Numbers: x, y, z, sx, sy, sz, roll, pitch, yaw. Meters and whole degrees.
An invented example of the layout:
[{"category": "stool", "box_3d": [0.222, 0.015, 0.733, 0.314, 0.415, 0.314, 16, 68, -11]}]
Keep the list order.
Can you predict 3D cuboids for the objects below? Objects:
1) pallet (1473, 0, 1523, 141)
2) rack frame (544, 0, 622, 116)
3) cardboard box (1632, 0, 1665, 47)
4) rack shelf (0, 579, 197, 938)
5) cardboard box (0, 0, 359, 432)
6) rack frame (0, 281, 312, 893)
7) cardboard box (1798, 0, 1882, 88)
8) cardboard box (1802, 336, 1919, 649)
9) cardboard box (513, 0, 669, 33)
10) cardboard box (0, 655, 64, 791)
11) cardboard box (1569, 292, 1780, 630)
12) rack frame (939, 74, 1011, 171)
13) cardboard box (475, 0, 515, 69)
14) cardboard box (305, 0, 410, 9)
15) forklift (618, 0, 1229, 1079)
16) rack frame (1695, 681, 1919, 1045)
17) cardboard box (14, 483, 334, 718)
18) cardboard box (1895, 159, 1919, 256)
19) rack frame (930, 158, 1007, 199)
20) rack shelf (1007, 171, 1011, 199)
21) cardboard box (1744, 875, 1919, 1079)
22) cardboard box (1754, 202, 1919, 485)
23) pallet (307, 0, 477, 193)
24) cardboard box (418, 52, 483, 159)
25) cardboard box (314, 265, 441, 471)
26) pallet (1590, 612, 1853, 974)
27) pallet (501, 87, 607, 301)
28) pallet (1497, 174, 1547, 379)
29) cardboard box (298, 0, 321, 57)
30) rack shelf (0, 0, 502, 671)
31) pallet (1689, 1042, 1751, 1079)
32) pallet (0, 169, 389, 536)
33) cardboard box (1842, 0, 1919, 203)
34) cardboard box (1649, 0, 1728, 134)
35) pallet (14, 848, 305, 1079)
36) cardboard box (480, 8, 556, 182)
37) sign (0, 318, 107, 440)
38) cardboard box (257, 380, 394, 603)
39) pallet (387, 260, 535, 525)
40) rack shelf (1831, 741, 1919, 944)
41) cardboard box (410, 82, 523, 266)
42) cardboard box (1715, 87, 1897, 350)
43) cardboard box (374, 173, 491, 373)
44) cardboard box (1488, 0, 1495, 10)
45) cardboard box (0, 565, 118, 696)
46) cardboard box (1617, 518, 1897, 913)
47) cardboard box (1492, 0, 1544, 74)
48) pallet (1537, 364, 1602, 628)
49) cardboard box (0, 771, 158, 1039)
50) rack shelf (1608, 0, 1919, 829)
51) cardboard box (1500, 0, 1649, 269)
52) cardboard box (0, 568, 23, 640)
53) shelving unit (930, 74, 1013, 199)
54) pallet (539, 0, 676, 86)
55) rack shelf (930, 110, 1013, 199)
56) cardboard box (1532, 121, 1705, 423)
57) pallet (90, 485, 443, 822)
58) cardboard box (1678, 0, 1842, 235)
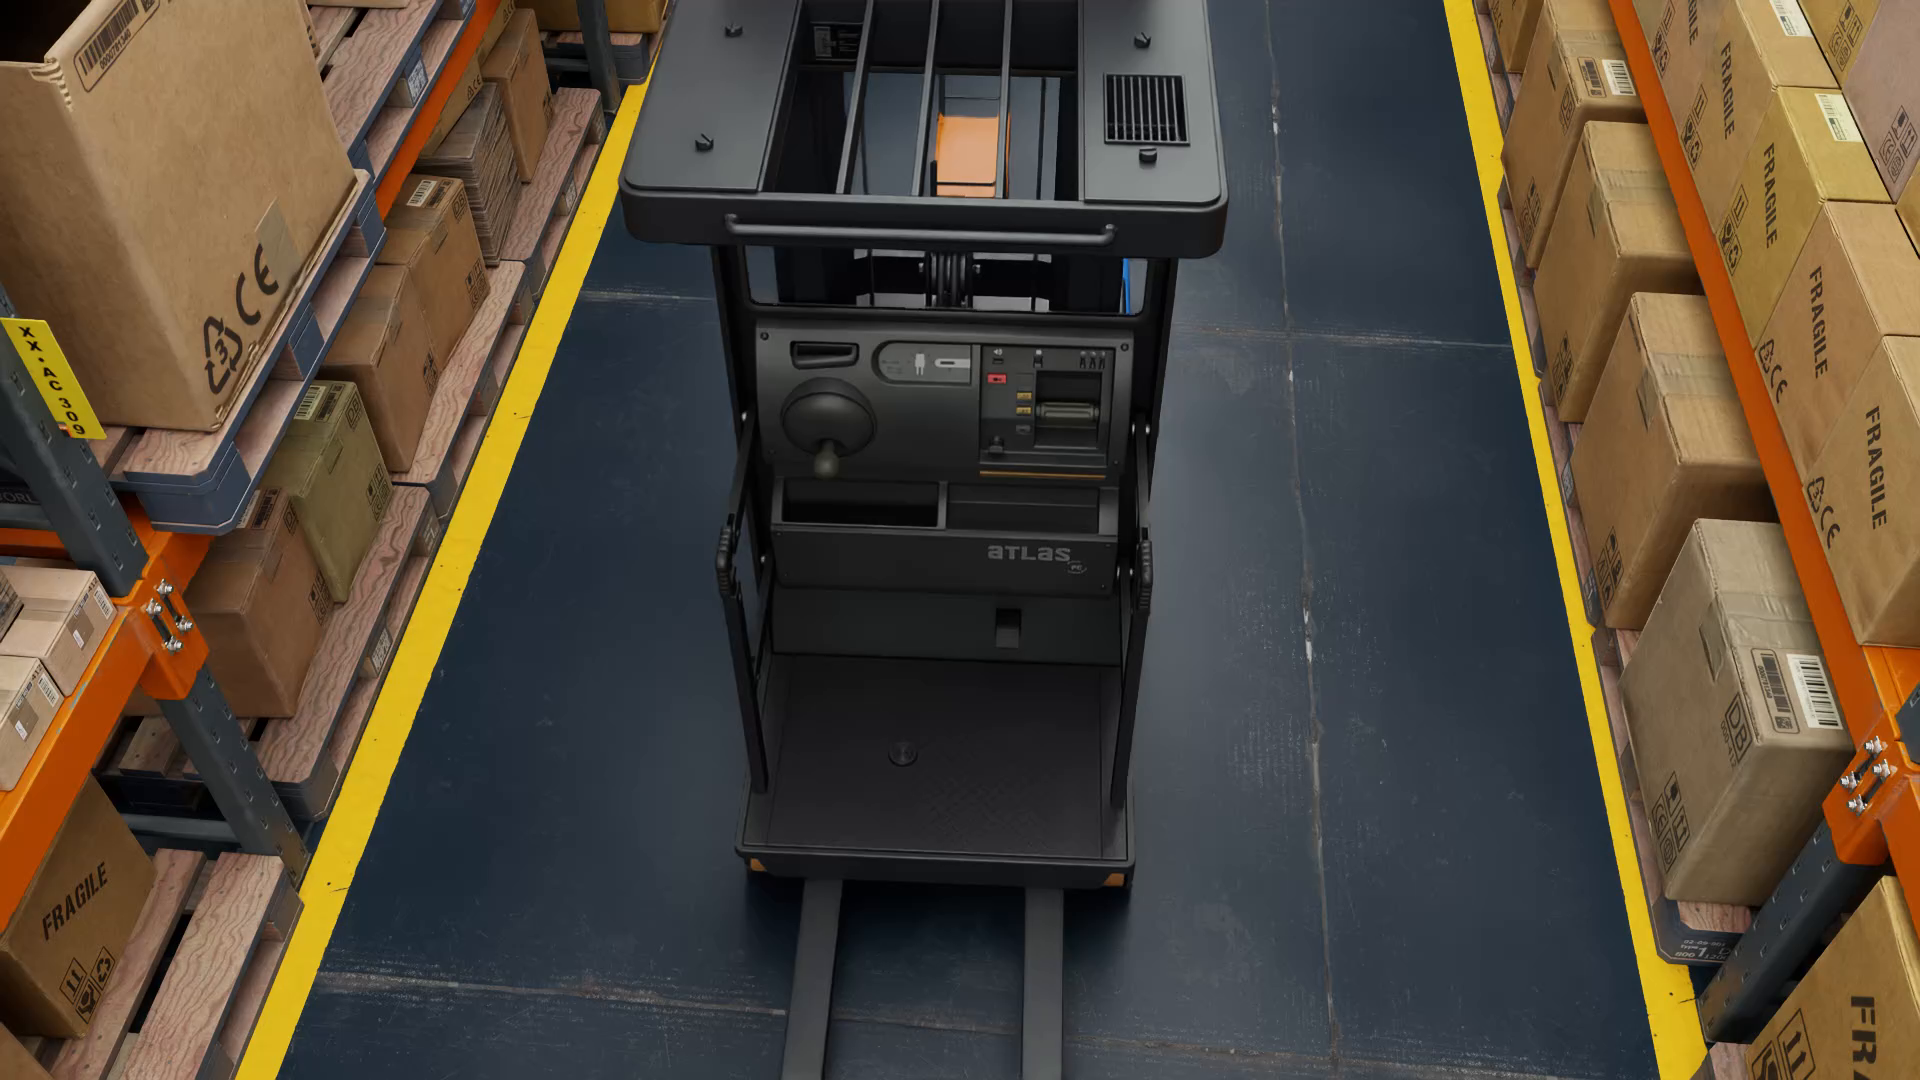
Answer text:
[{"category": "pallet", "box_3d": [2.956, -2.232, 7.649, 1.003, 0.211, 1.213, 4, 48, 4]}, {"category": "rack frame", "box_3d": [-2.047, -3.007, 6.467, 1.000, 3.000, 0.127, 4, 48, 4]}, {"category": "cardboard box", "box_3d": [2.530, -1.947, 5.431, 0.500, 0.500, 0.500, 3, 48, 3]}, {"category": "rack shelf", "box_3d": [-2.594, 1.645, 2.700, 1.077, 0.370, 4.000, 4, 48, 4]}, {"category": "cardboard box", "box_3d": [-2.199, -0.986, 3.928, 1.000, 1.000, 1.000, 4, 48, 4]}, {"category": "rack frame", "box_3d": [-2.411, -0.068, 3.779, 1.000, 3.000, 0.127, 4, 48, 4]}, {"category": "cardboard box", "box_3d": [2.697, -1.517, 4.359, 0.700, 0.500, 0.500, 3, 48, 3]}, {"category": "cardboard box", "box_3d": [2.300, -0.095, 3.736, 0.500, 0.500, 0.500, 4, 48, 3]}, {"category": "cardboard box", "box_3d": [-1.963, -2.937, 7.559, 1.225, 0.875, 0.875, 2, 48, 2]}, {"category": "cardboard box", "box_3d": [-2.170, 0.378, 3.542, 0.380, 0.149, 0.250, 4, 48, 4]}, {"category": "cardboard box", "box_3d": [2.578, -0.213, 5.152, 1.050, 0.750, 0.750, 4, 48, 4]}, {"category": "rack frame", "box_3d": [0.050, -1.143, 5.982, 0.240, 1.200, 0.015, 2, 48, 2]}, {"category": "cardboard box", "box_3d": [-2.078, -2.071, 6.499, 0.500, 0.250, 0.500, 6, 48, 5]}, {"category": "cardboard box", "box_3d": [-1.930, -1.860, 5.225, 0.396, 0.266, 0.258, 3, 48, 2]}, {"category": "forklift", "box_3d": [-0.048, -0.240, 3.983, 1.130, 2.935, 3.031, 2, 48, 2]}, {"category": "rack frame", "box_3d": [2.519, 0.340, 3.406, 1.000, 3.000, 0.127, 4, 48, 4]}, {"category": "cardboard box", "box_3d": [-2.334, 0.178, 4.950, 0.700, 0.500, 0.500, 1, 48, 1]}, {"category": "cardboard box", "box_3d": [2.603, -0.774, 3.680, 0.700, 0.500, 0.500, 3, 48, 3]}, {"category": "rack frame", "box_3d": [0.027, -0.783, 5.653, 0.240, 1.200, 0.015, 2, 48, 2]}, {"category": "rack shelf", "box_3d": [0.038, -1.069, 5.702, 0.258, 0.148, 0.480, 2, 48, 2]}, {"category": "cardboard box", "box_3d": [2.392, 1.373, 3.617, 0.875, 0.875, 0.875, 5, 48, 4]}, {"category": "cardboard box", "box_3d": [2.346, -0.466, 4.076, 0.500, 0.500, 0.500, 3, 48, 3]}, {"category": "pallet", "box_3d": [-2.186, -1.485, 5.205, 1.003, 0.211, 1.213, 4, 48, 4]}, {"category": "cardboard box", "box_3d": [-2.116, -1.680, 6.142, 0.500, 0.250, 0.500, 9, 48, 8]}, {"category": "cardboard box", "box_3d": [-2.221, -0.583, 5.646, 0.700, 0.500, 0.500, 0, 48, 0]}, {"category": "pallet", "box_3d": [2.514, 0.709, 4.958, 1.003, 0.211, 1.213, 4, 48, 4]}, {"category": "pallet", "box_3d": [-2.119, -1.492, 6.971, 1.003, 0.211, 1.213, 4, 48, 4]}, {"category": "pallet", "box_3d": [2.736, -1.084, 6.598, 1.003, 0.211, 1.213, 4, 48, 4]}, {"category": "cardboard box", "box_3d": [-2.345, -1.524, 4.757, 0.797, 0.503, 0.637, 8, 48, 8]}, {"category": "rack shelf", "box_3d": [-2.229, -1.295, 5.389, 1.077, 0.370, 4.000, 4, 48, 4]}, {"category": "pallet", "box_3d": [2.372, 1.835, 3.929, 1.003, 0.211, 1.213, 4, 48, 4]}, {"category": "pallet", "box_3d": [-2.197, -0.555, 4.355, 1.003, 0.211, 1.213, 4, 48, 4]}, {"category": "cardboard box", "box_3d": [2.650, -1.146, 4.020, 0.700, 0.500, 0.500, 4, 48, 4]}, {"category": "cardboard box", "box_3d": [2.484, -1.577, 5.092, 0.500, 0.500, 0.500, 4, 48, 3]}, {"category": "pallet", "box_3d": [-2.437, 1.369, 4.355, 1.003, 0.211, 1.213, 4, 48, 4]}, {"category": "cardboard box", "box_3d": [-2.088, -1.818, 6.776, 0.700, 0.500, 0.500, 2, 48, 1]}, {"category": "sign", "box_3d": [-1.870, -0.329, 3.431, 0.100, 0.325, 0.005, 4, 48, 4]}, {"category": "cardboard box", "box_3d": [-2.272, -0.171, 5.270, 0.700, 0.500, 0.500, 4, 48, 3]}, {"category": "pallet", "box_3d": [-2.233, -0.598, 6.154, 1.003, 0.211, 1.213, 4, 48, 4]}, {"category": "rack shelf", "box_3d": [2.337, 2.053, 2.327, 1.077, 0.370, 4.000, 4, 48, 4]}, {"category": "cardboard box", "box_3d": [-2.126, -1.410, 6.402, 0.700, 0.500, 0.500, 0, 48, 0]}, {"category": "cardboard box", "box_3d": [2.392, -0.838, 4.416, 0.500, 0.500, 0.500, 4, 48, 4]}, {"category": "cardboard box", "box_3d": [-2.171, -0.993, 6.021, 0.700, 0.500, 0.500, 7, 48, 7]}, {"category": "cardboard box", "box_3d": [2.734, -2.780, 7.669, 0.500, 0.500, 0.500, 6, 48, 5]}, {"category": "cardboard box", "box_3d": [-2.138, 0.195, 3.709, 0.380, 0.149, 0.250, 4, 48, 4]}, {"category": "cardboard box", "box_3d": [2.486, 0.496, 4.504, 1.050, 0.750, 0.750, 4, 48, 3]}, {"category": "cardboard box", "box_3d": [2.683, -2.398, 7.320, 0.500, 0.500, 0.500, 4, 48, 3]}, {"category": "pallet", "box_3d": [2.623, -0.190, 5.780, 1.003, 0.211, 1.213, 4, 48, 4]}, {"category": "cardboard box", "box_3d": [-2.488, 0.925, 4.280, 0.500, 0.500, 0.500, 3, 48, 2]}, {"category": "rack shelf", "box_3d": [2.701, -0.887, 5.016, 1.077, 0.370, 4.000, 4, 48, 4]}, {"category": "cardboard box", "box_3d": [2.738, -1.540, 6.366, 1.050, 0.750, 0.750, 3, 48, 3]}, {"category": "cardboard box", "box_3d": [-2.514, 0.125, 3.334, 0.875, 0.500, 0.500, 4, 48, 4]}, {"category": "shelving unit", "box_3d": [0.038, -0.963, 5.818, 0.258, 1.200, 0.503, 2, 48, 2]}, {"category": "pallet", "box_3d": [-1.900, -2.640, 8.022, 1.003, 0.211, 1.213, 4, 48, 4]}, {"category": "rack shelf", "box_3d": [0.038, -1.228, 5.528, 0.258, 0.148, 0.480, 2, 48, 2]}, {"category": "cardboard box", "box_3d": [2.662, -0.898, 5.778, 1.050, 0.750, 0.750, 5, 48, 4]}, {"category": "pallet", "box_3d": [-2.342, 0.301, 5.331, 1.003, 0.211, 1.213, 4, 48, 4]}, {"category": "cardboard box", "box_3d": [2.436, -1.211, 4.757, 0.500, 0.500, 0.500, 3, 48, 3]}]
